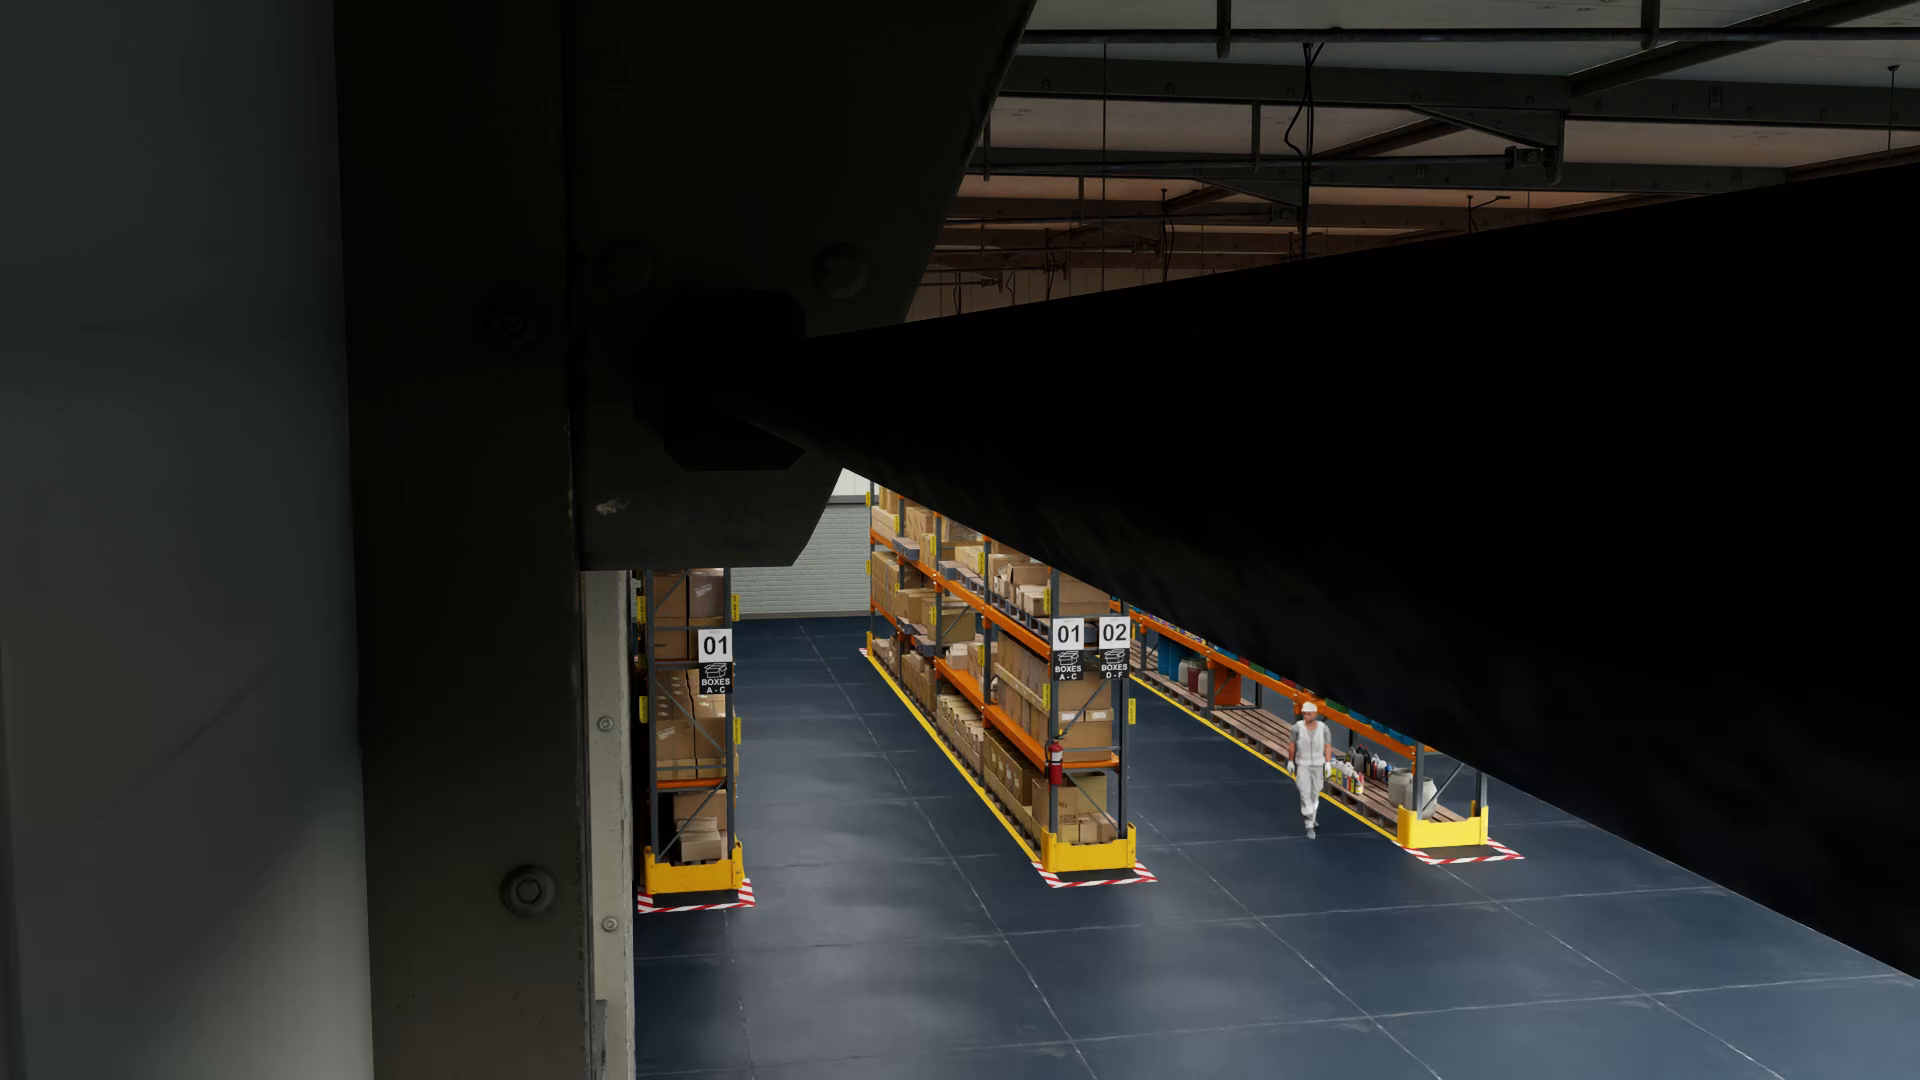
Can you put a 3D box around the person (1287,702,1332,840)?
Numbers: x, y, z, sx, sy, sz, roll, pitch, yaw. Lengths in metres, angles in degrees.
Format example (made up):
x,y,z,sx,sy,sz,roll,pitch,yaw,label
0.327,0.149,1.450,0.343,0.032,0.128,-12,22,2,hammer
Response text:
x,y,z,sx,sy,sz,roll,pitch,yaw,label
4.764,3.104,22.586,0.564,1.818,0.759,0,6,2,person
